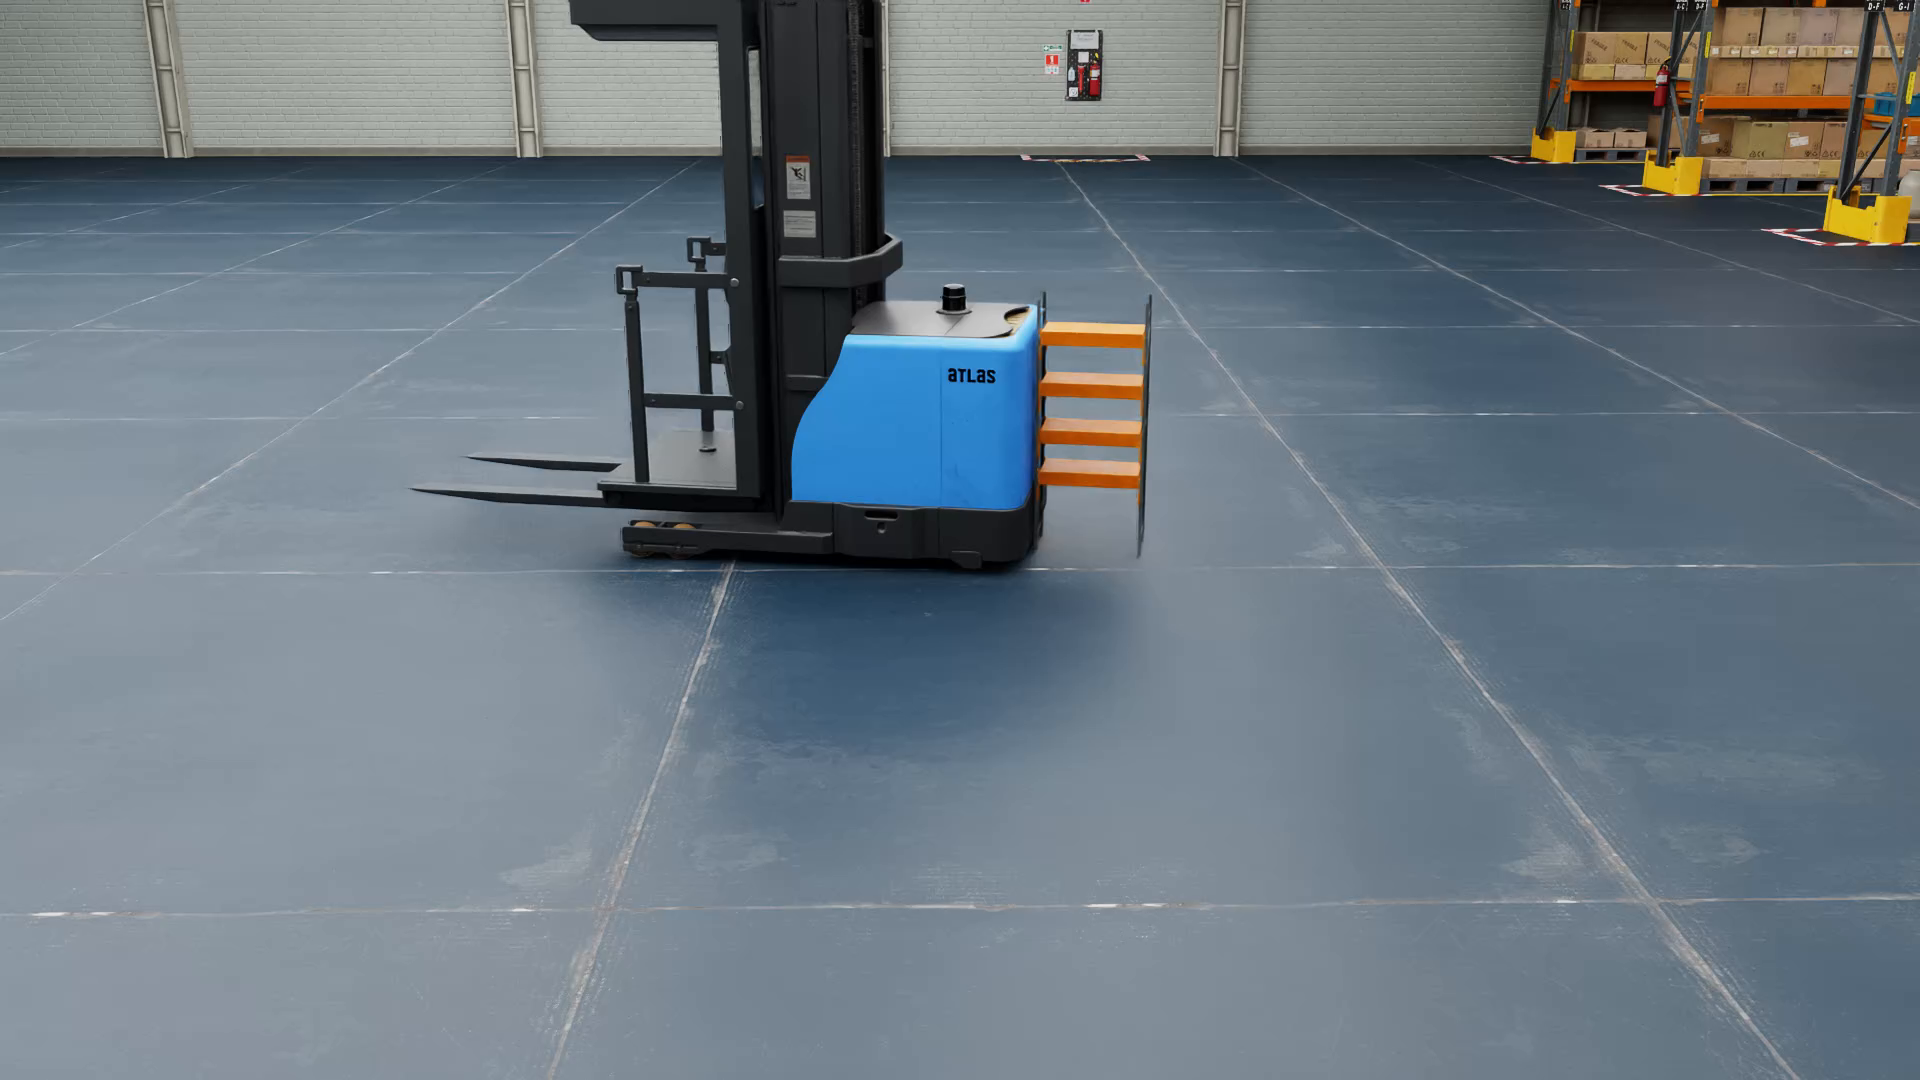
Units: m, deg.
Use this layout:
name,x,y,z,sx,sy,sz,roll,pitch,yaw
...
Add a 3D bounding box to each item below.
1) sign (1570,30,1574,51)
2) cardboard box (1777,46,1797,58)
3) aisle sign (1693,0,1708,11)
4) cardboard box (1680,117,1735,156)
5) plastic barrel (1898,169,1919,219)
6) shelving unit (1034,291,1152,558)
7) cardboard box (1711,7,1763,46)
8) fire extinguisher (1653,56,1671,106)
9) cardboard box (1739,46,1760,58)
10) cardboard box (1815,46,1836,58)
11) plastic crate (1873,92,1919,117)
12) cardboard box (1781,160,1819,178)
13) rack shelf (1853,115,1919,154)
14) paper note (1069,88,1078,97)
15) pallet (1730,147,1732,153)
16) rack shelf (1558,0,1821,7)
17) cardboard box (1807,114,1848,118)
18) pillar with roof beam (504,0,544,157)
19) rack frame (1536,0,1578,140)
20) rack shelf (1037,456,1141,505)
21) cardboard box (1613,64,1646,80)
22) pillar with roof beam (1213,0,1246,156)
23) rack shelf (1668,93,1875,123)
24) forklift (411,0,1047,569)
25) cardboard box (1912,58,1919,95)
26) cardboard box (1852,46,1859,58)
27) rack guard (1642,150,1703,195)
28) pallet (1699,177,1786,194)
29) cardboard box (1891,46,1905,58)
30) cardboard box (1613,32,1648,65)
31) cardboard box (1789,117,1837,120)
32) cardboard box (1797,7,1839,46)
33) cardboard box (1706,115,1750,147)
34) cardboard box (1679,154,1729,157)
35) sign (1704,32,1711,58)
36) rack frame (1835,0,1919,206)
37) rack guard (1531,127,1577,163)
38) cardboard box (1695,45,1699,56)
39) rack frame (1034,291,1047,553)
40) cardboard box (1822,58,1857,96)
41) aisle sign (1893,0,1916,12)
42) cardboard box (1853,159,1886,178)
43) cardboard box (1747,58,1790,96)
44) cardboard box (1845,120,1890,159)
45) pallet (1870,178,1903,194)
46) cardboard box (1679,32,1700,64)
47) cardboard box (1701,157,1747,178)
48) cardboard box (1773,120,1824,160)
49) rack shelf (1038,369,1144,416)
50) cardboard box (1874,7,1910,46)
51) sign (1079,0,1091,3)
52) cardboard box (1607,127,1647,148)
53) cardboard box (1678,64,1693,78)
name,x,y,z,sx,sy,sz,roll,pitch,yaw
sign,9.922,-8.101,26.973,0.005,0.325,0.100,0,18,-1
cardboard box,11.157,-6.638,22.603,0.250,0.149,0.380,-1,18,-2
aisle sign,9.935,-7.486,22.216,0.004,0.787,0.394,0,18,-1
cardboard box,10.527,-5.683,23.438,0.500,0.500,0.500,0,18,-1
plastic barrel,10.727,-3.871,18.588,0.421,0.512,0.421,0,18,0
shelving unit,0.616,-0.535,7.752,0.503,1.200,0.258,3,18,9
cardboard box,10.516,-7.006,22.688,0.500,0.500,0.700,0,18,-1
fire extinguisher,9.870,-6.446,23.358,0.183,0.674,0.296,0,18,-1
cardboard box,10.655,-6.636,22.599,0.250,0.149,0.380,-1,18,-2
cardboard box,11.679,-6.641,22.613,0.250,0.149,0.380,-1,18,-2
plastic crate,10.566,-4.852,18.505,0.616,0.251,0.499,0,18,-1
cardboard box,11.535,-5.173,23.076,0.500,0.250,0.500,0,18,-1
rack shelf,12.070,-4.496,18.329,4.000,0.370,1.077,0,18,-1
paper note,1.951,-7.694,28.563,0.142,0.148,0.016,0,18,-1
pallet,13.242,-6.532,28.064,1.213,0.211,1.003,0,18,-1
rack shelf,11.913,-8.950,27.304,4.000,0.370,1.077,0,18,-1
cardboard box,14.649,-6.902,28.024,0.500,0.500,0.700,0,18,1
pillar with roof beam,-7.330,-9.577,23.170,0.400,9.000,9.100,0,18,-1
rack frame,9.914,-7.854,27.622,0.127,3.000,1.000,0,18,-1
rack shelf,0.616,-0.282,7.833,0.480,0.148,0.258,3,18,9
cardboard box,10.926,-7.705,27.368,0.500,0.250,0.500,-1,18,-3
pillar with roof beam,4.669,-9.635,23.351,0.400,9.000,9.100,0,18,-1
rack shelf,11.995,-6.009,23.046,4.000,0.370,1.077,0,18,-1
forklift,-1.129,-1.458,7.795,3.031,2.935,1.130,3,18,9
cardboard box,13.024,-6.400,22.924,0.500,0.500,0.700,0,18,-1
cardboard box,12.192,-6.643,22.619,0.250,0.149,0.380,0,18,1
rack guard,9.972,-5.151,23.287,0.348,0.500,1.175,0,18,-1
pallet,10.760,-5.030,23.383,1.213,0.211,1.003,0,18,-1
cardboard box,12.709,-6.646,22.630,0.250,0.149,0.380,0,18,-1
cardboard box,10.890,-8.060,27.246,0.500,0.500,0.500,0,18,-1
cardboard box,12.027,-5.694,23.474,0.500,0.500,0.500,0,18,-1
cardboard box,11.545,-7.012,22.709,0.500,0.500,0.700,0,18,-1
cardboard box,12.876,-6.876,27.943,0.500,0.500,0.500,-2,18,-5
cardboard box,10.527,-5.325,23.551,0.500,0.250,0.500,0,18,-1
sign,9.998,-6.622,22.233,0.005,0.325,0.100,0,18,-1
rack frame,10.070,-4.829,18.190,0.127,3.000,1.000,0,18,-1
rack guard,9.990,-6.665,28.005,0.348,0.500,1.175,0,18,-1
cardboard box,10.375,-6.758,22.978,0.250,0.149,0.380,-1,18,-2
rack frame,0.375,-0.548,7.791,0.015,1.200,0.240,3,18,9
cardboard box,12.010,-6.396,22.911,0.500,0.500,0.700,0,18,1
aisle sign,10.003,-5.977,17.512,0.004,0.787,0.394,0,18,-1
cardboard box,12.535,-5.176,23.087,0.500,0.250,0.500,0,18,-1
cardboard box,10.988,-6.392,22.898,0.500,0.500,0.700,0,18,1
cardboard box,12.535,-5.537,22.984,0.500,0.500,0.500,0,18,-1
pallet,13.199,-5.042,23.420,1.213,0.211,1.003,0,18,-1
cardboard box,11.923,-8.066,27.267,0.500,0.500,0.500,0,18,1
cardboard box,10.535,-5.167,23.058,0.500,0.250,0.500,0,18,-1
cardboard box,11.535,-5.533,22.972,0.500,0.500,0.500,0,18,-1
rack shelf,0.616,-0.684,7.704,0.480,0.148,0.258,3,18,9
cardboard box,12.546,-7.017,22.724,0.500,0.500,0.700,0,18,-1
sign,2.120,-9.227,28.106,0.199,0.298,0.001,0,18,-1
cardboard box,11.177,-6.762,27.899,0.500,0.311,0.500,1,18,4
cardboard box,11.941,-7.707,27.376,0.500,0.250,0.500,0,18,0
